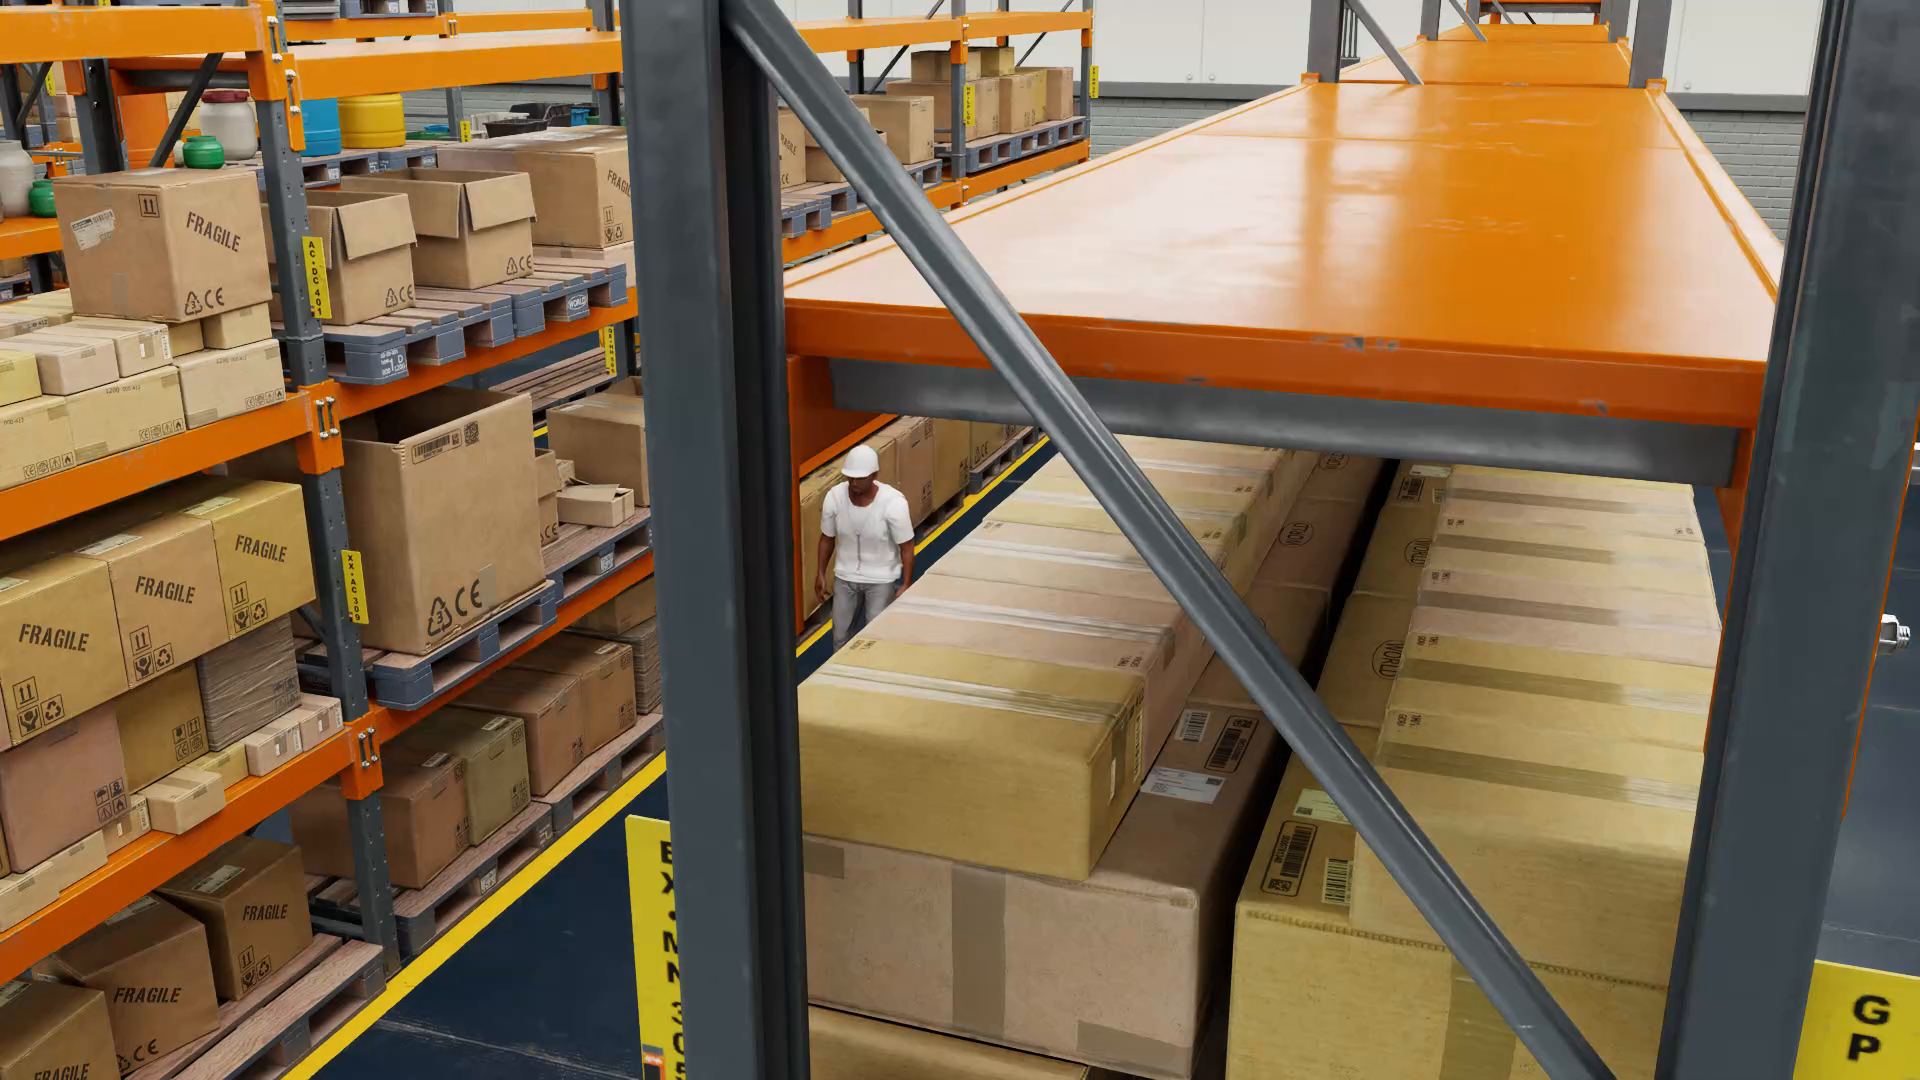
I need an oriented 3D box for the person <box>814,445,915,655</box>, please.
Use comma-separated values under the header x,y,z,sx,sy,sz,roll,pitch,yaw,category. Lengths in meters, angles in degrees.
x,y,z,sx,sy,sz,roll,pitch,yaw,category
-0.593,0.253,10.276,0.636,1.761,0.454,6,20,18,person
